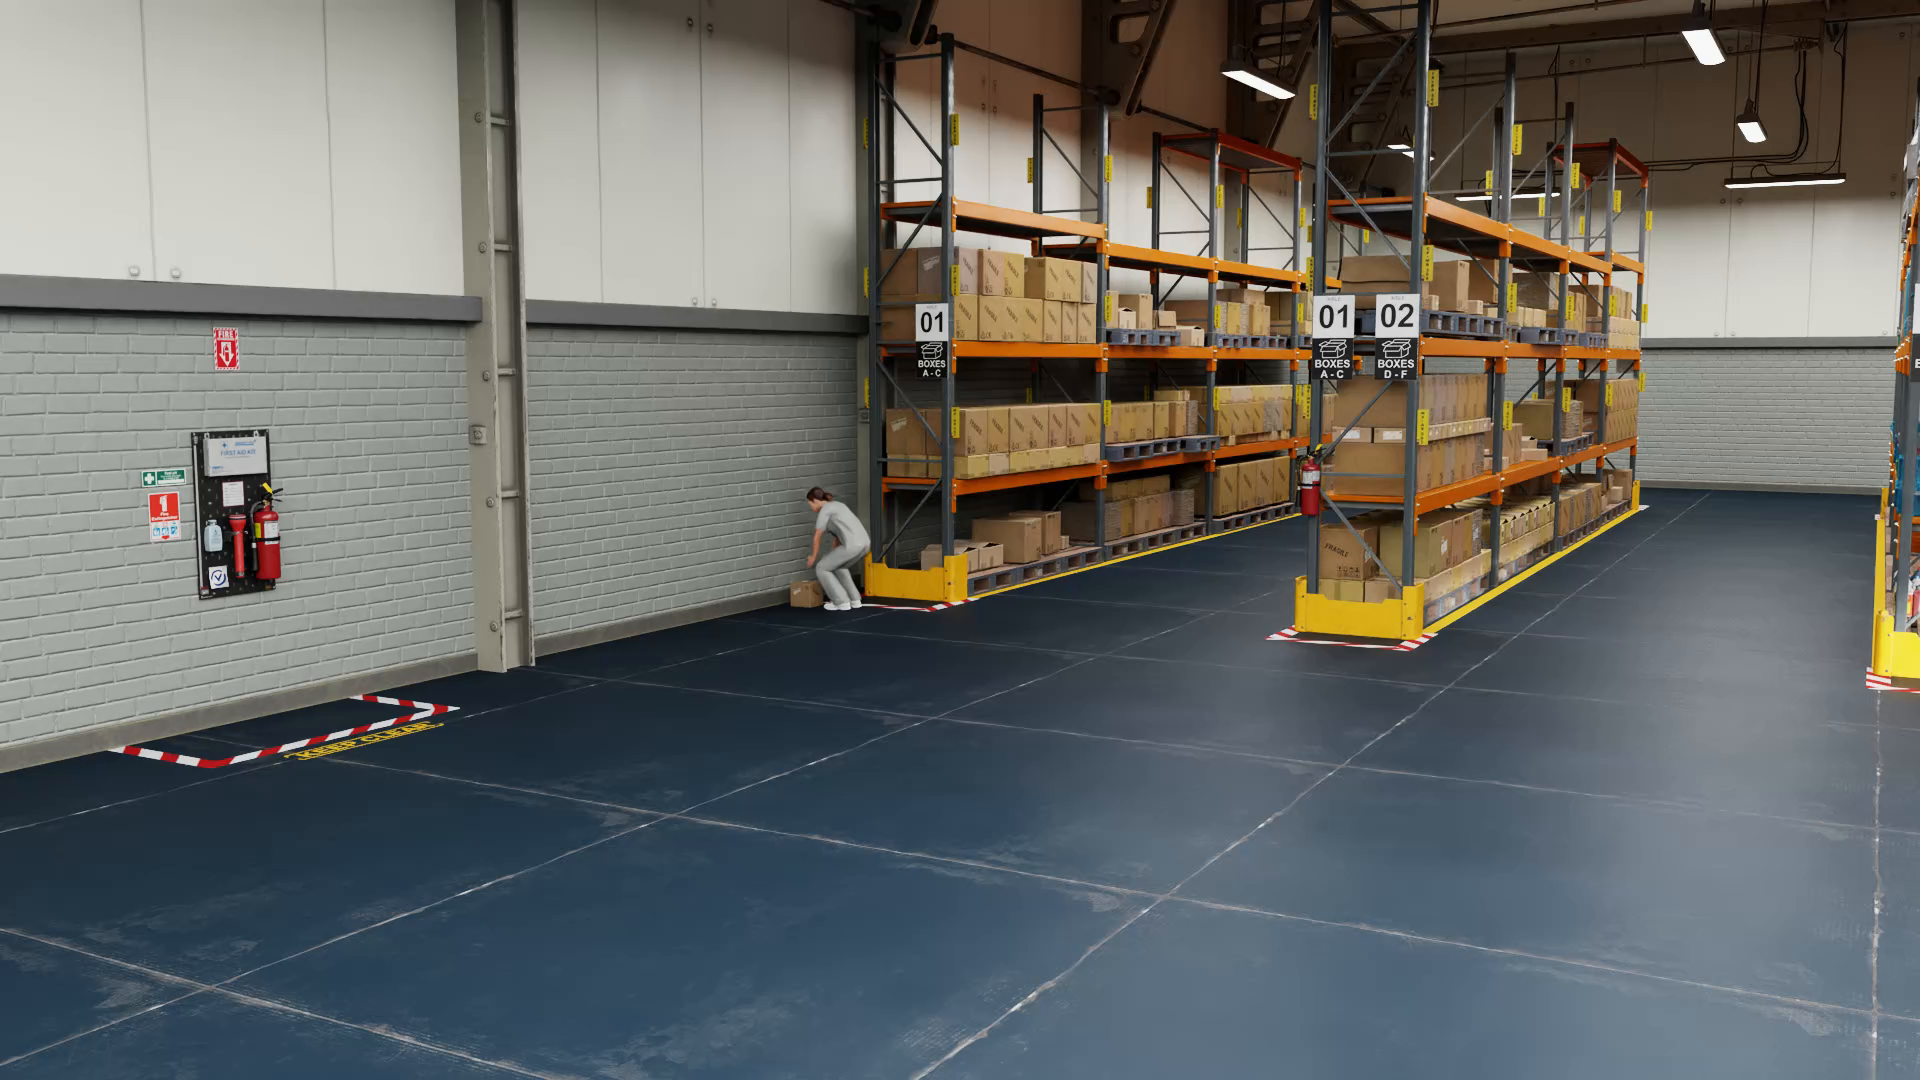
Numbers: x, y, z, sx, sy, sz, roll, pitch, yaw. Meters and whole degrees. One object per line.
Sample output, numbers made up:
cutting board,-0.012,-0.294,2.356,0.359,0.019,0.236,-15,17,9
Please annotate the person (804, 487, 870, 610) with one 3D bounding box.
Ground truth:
person,-1.296,0.090,17.414,0.697,1.275,0.492,3,7,29
